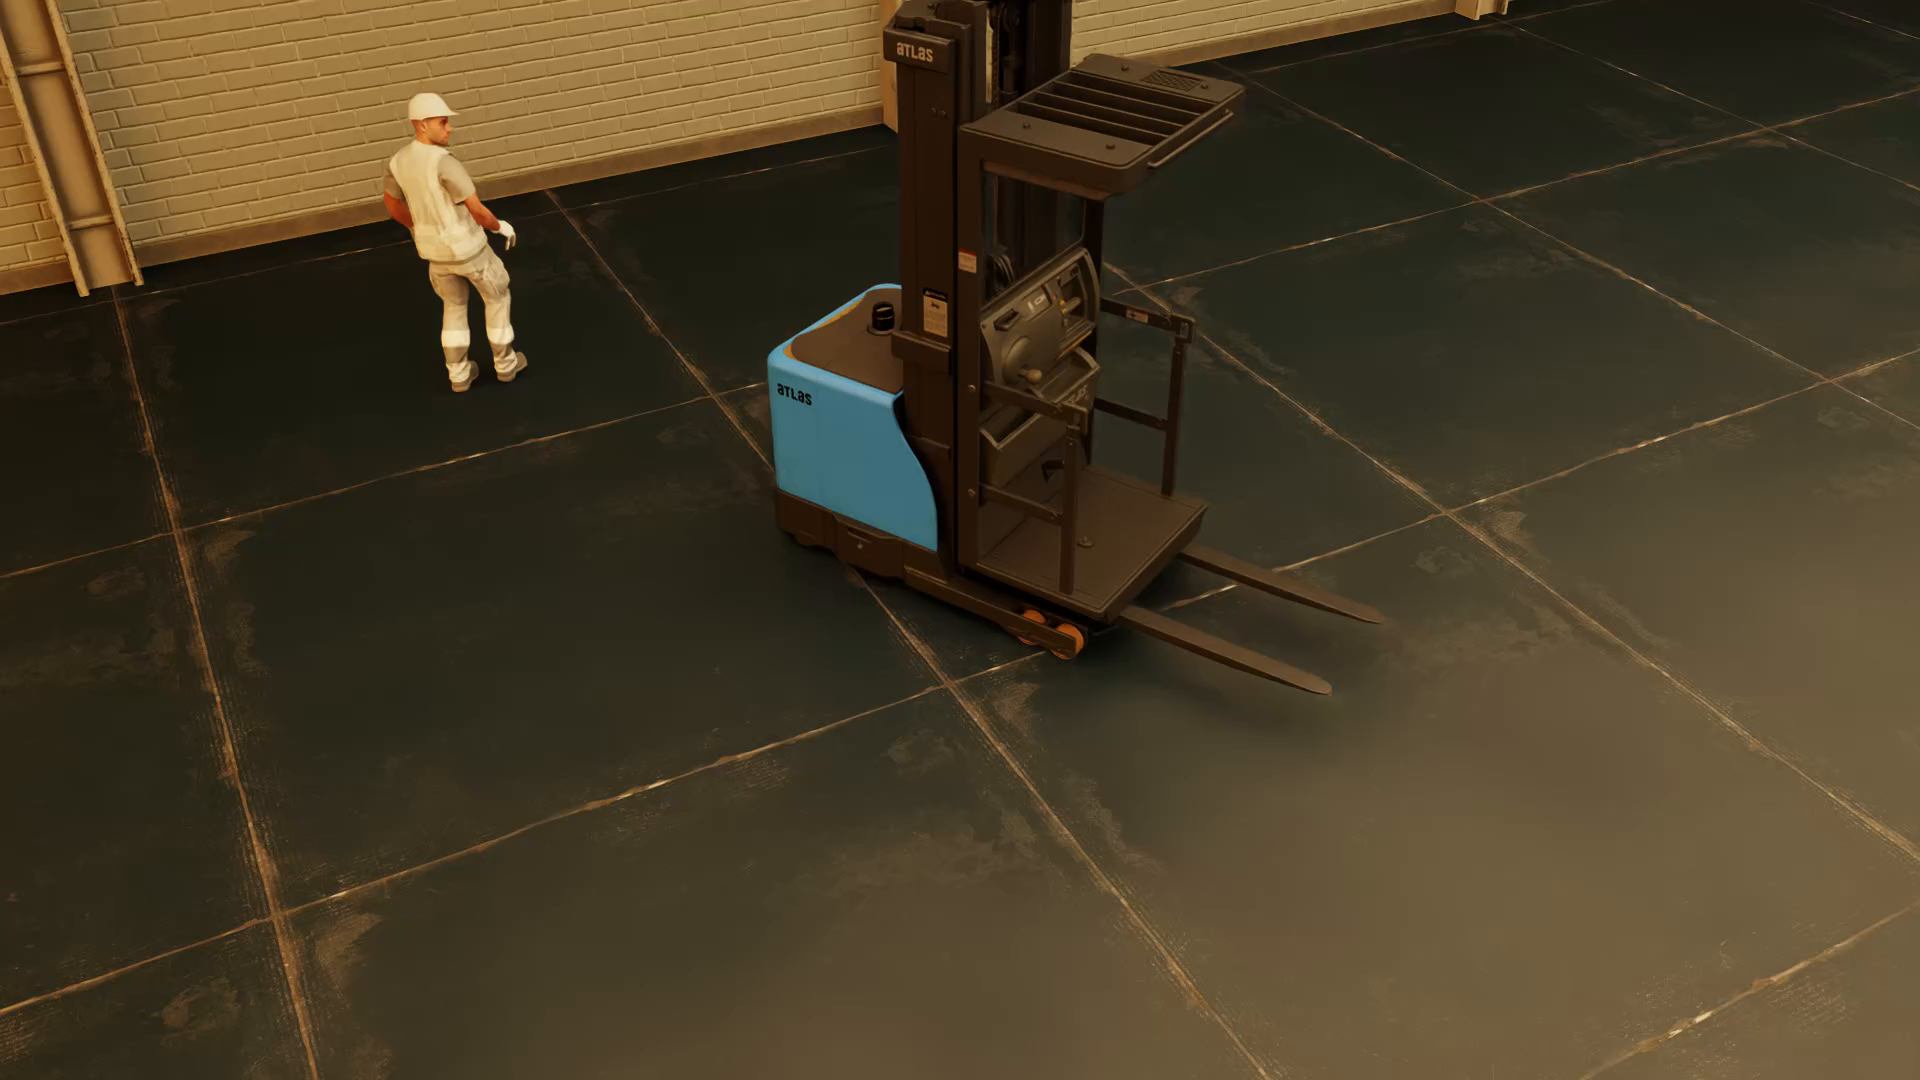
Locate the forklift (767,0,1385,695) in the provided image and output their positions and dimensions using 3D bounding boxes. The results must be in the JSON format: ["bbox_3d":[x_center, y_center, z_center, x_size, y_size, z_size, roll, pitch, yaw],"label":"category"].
[{"bbox_3d":[0.547,-0.984,7.515,3.031,2.935,1.130,21,40,27],"label":"forklift"}]

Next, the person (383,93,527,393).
[{"bbox_3d":[-2.898,-1.708,9.567,0.742,1.751,0.507,11,37,15],"label":"person"}]
